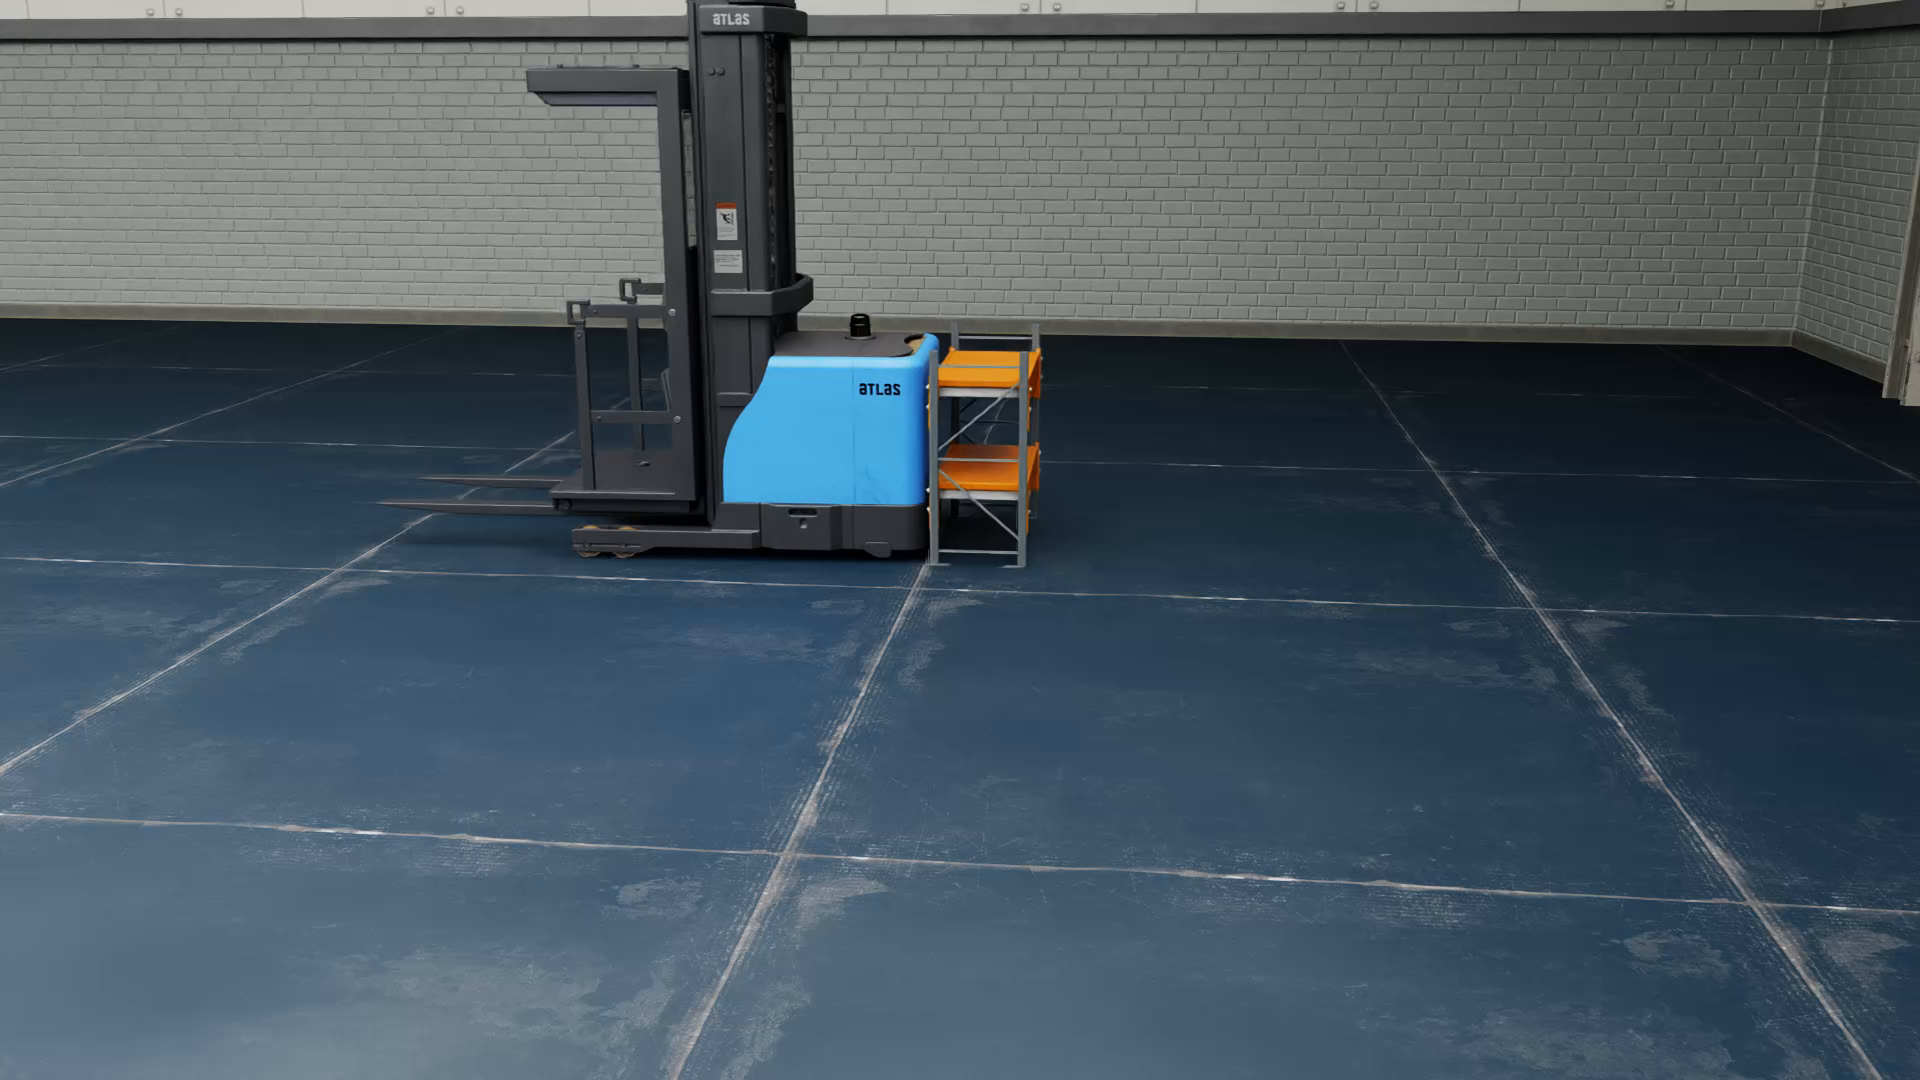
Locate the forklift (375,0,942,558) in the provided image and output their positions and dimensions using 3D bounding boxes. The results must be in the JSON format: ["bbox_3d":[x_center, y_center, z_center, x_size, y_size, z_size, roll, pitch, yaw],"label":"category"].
[{"bbox_3d":[-1.648,-1.455,8.929,3.031,2.935,1.130,1,15,4],"label":"forklift"}]

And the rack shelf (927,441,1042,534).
[{"bbox_3d":[0.147,-0.302,9.061,0.538,0.278,1.000,2,15,6],"label":"rack shelf"}]

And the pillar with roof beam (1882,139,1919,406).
[{"bbox_3d":[3.306,-5.574,12.537,9.100,9.000,0.400,2,15,6],"label":"pillar with roof beam"}]

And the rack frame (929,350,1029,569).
[{"bbox_3d":[0.094,-0.406,8.509,0.500,1.125,0.032,2,15,6],"label":"rack frame"}]

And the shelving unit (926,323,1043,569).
[{"bbox_3d":[0.147,-0.538,8.997,0.538,1.125,1.048,2,15,6],"label":"shelving unit"}]

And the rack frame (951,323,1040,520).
[{"bbox_3d":[0.199,-0.670,9.485,0.500,1.125,0.032,2,15,6],"label":"rack frame"}]

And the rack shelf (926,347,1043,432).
[{"bbox_3d":[0.147,-0.821,8.921,0.538,0.278,1.000,2,15,6],"label":"rack shelf"}]
